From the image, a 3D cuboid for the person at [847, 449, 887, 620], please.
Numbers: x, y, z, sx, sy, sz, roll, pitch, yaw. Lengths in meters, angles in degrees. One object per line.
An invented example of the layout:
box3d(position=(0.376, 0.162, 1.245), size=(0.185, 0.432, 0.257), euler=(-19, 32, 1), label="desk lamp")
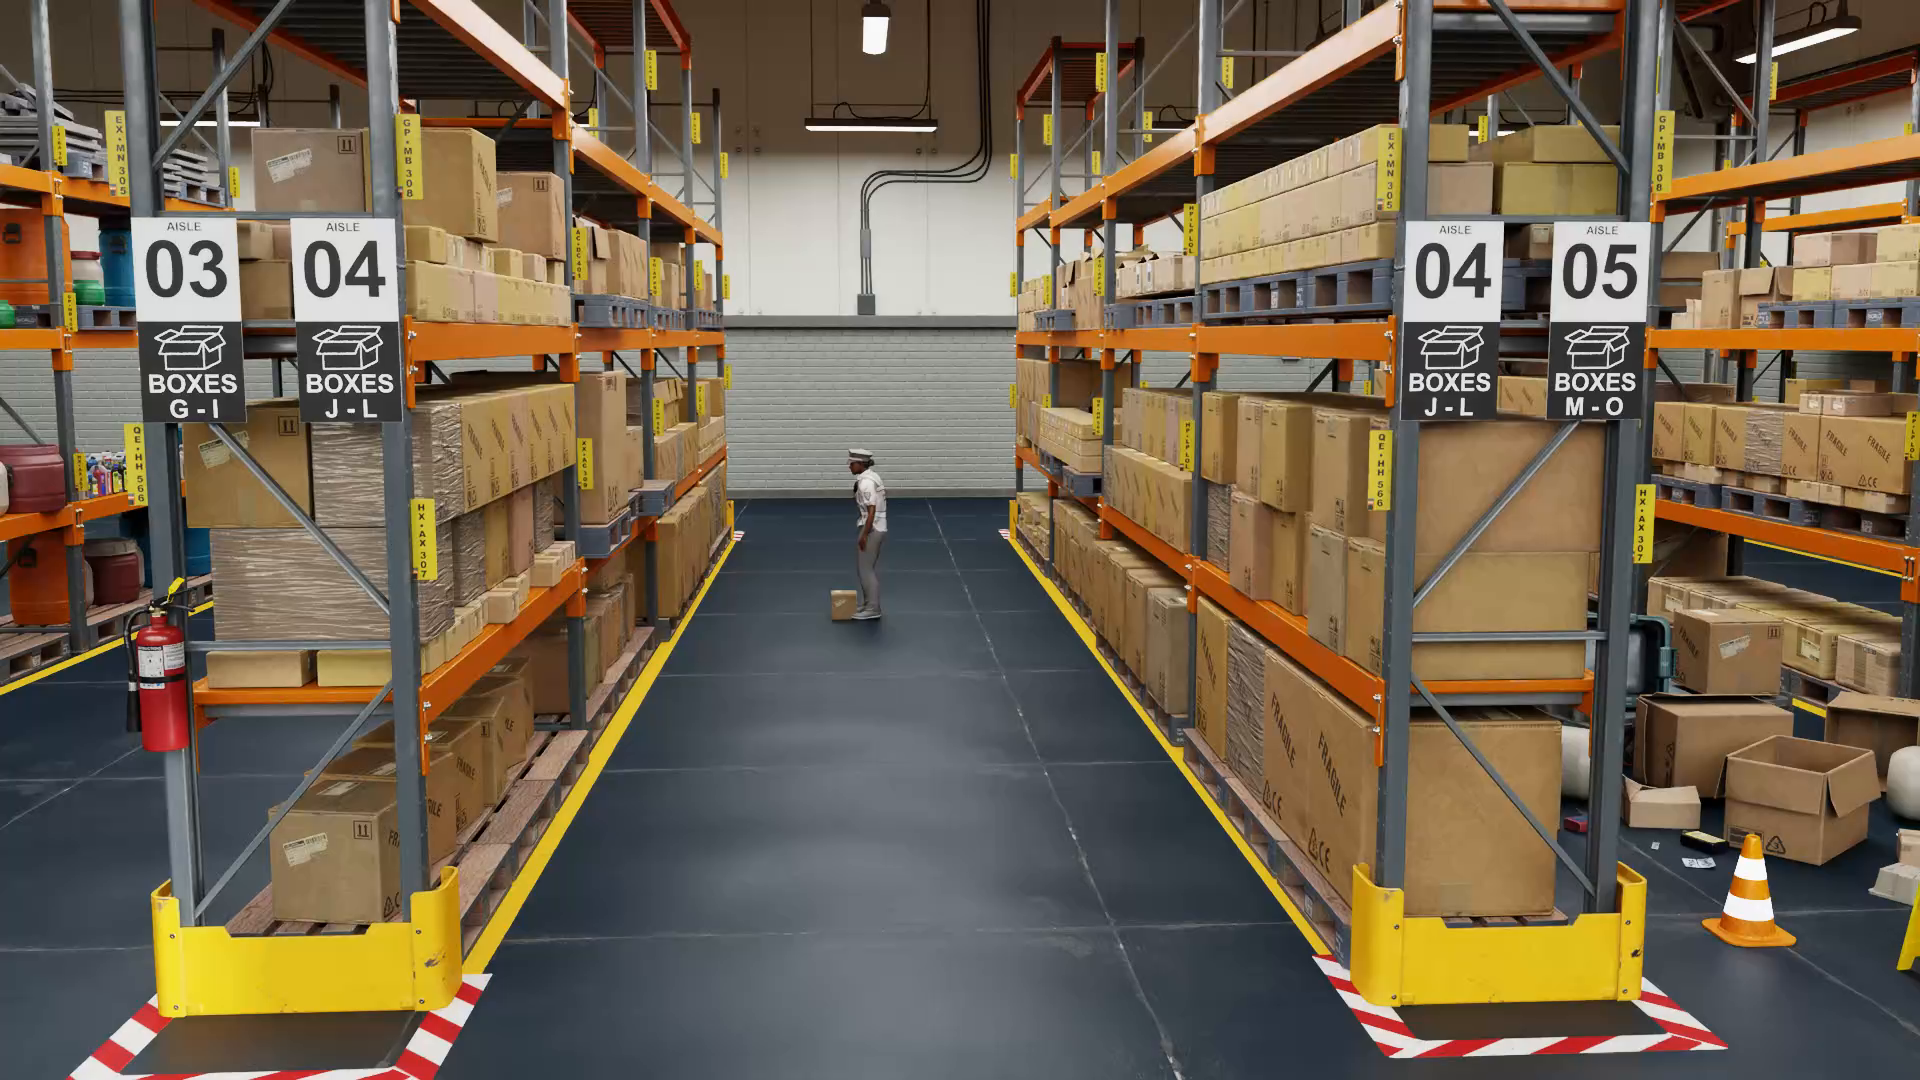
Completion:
box3d(position=(-0.907, -0.065, 16.283), size=(0.392, 1.660, 0.505), euler=(0, 7, -3), label="person")
